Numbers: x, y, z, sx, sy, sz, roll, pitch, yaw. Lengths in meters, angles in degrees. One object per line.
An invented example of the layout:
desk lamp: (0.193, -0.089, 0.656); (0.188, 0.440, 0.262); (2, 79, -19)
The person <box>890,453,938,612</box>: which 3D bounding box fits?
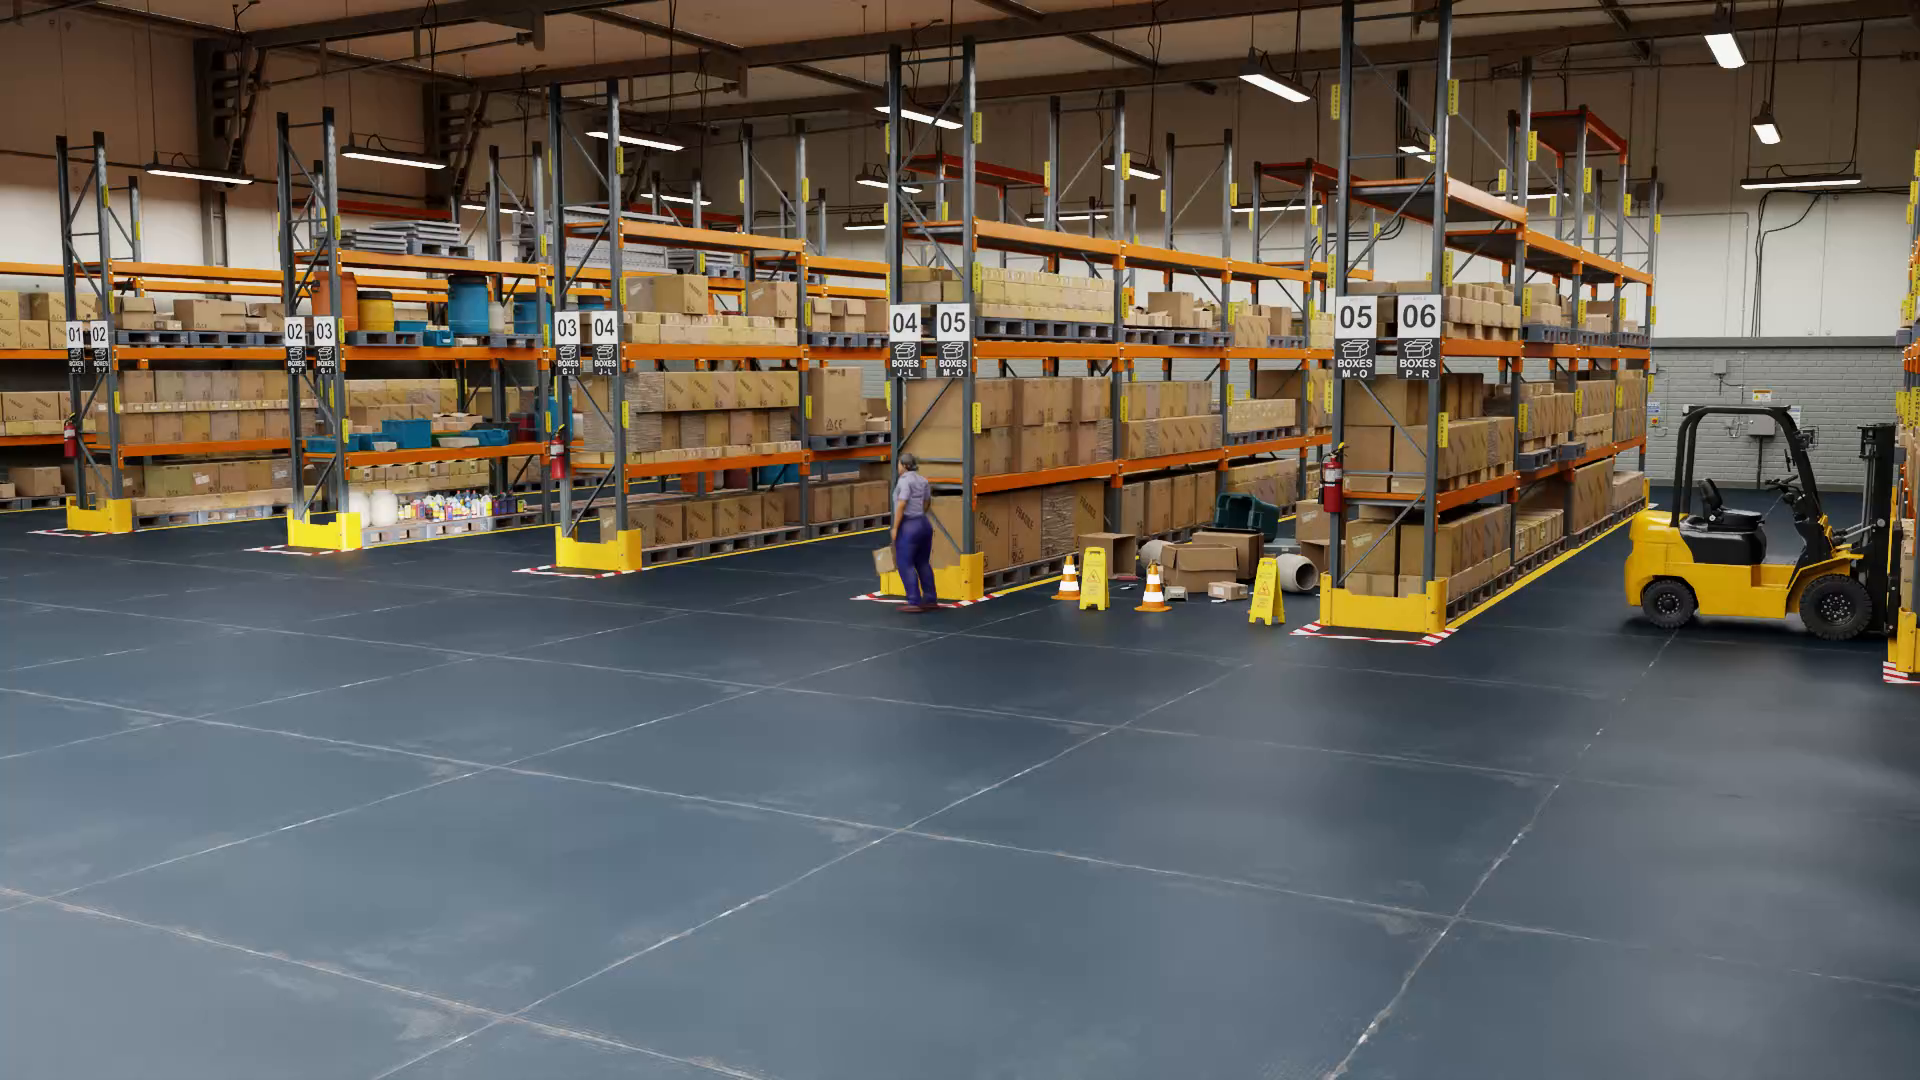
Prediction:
person: (-0.497, -0.085, 17.251); (0.386, 1.639, 0.584); (4, 7, 33)
